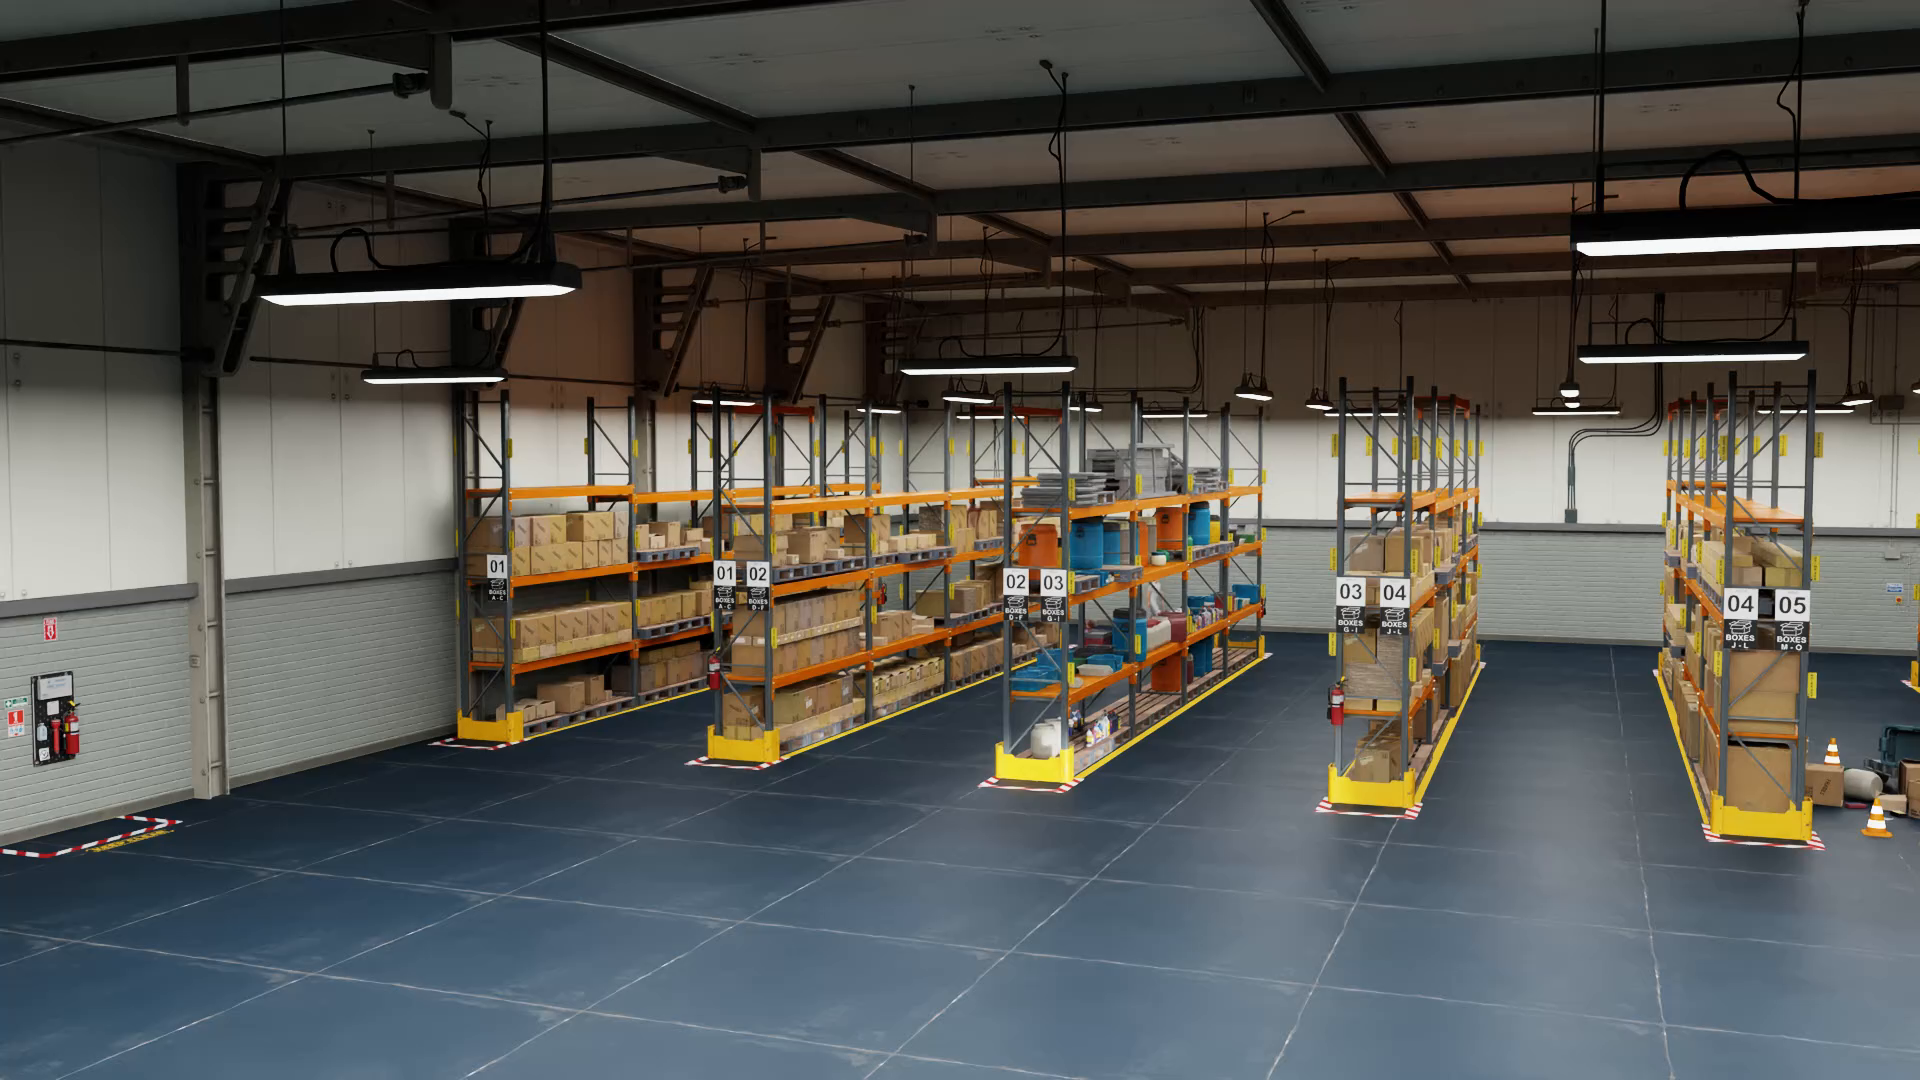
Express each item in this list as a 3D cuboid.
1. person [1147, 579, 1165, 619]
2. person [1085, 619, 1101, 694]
[{"bbox_3d":[5.344,1.691,45.170,0.466,1.632,0.953,-3,4,-43],"label":"person"},{"bbox_3d":[2.565,2.365,33.557,0.442,1.545,0.972,3,4,44],"label":"person"}]
